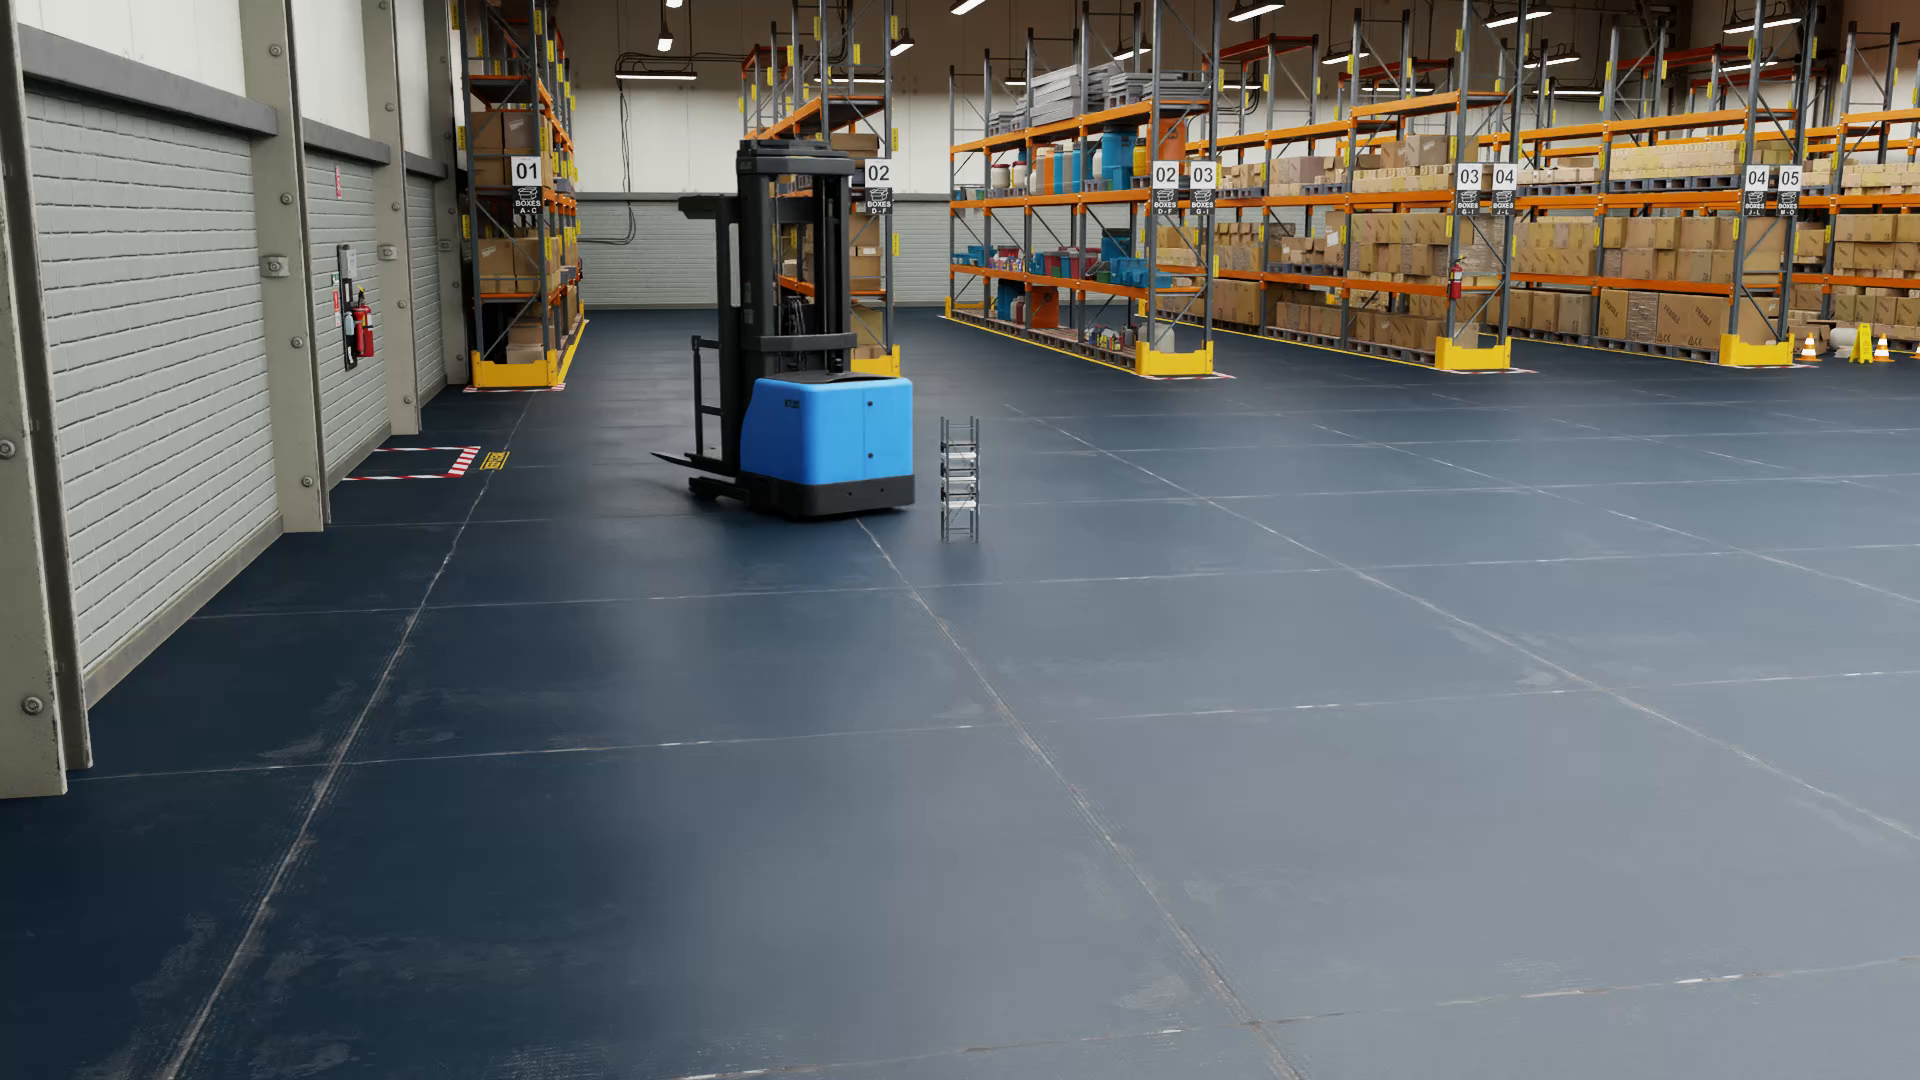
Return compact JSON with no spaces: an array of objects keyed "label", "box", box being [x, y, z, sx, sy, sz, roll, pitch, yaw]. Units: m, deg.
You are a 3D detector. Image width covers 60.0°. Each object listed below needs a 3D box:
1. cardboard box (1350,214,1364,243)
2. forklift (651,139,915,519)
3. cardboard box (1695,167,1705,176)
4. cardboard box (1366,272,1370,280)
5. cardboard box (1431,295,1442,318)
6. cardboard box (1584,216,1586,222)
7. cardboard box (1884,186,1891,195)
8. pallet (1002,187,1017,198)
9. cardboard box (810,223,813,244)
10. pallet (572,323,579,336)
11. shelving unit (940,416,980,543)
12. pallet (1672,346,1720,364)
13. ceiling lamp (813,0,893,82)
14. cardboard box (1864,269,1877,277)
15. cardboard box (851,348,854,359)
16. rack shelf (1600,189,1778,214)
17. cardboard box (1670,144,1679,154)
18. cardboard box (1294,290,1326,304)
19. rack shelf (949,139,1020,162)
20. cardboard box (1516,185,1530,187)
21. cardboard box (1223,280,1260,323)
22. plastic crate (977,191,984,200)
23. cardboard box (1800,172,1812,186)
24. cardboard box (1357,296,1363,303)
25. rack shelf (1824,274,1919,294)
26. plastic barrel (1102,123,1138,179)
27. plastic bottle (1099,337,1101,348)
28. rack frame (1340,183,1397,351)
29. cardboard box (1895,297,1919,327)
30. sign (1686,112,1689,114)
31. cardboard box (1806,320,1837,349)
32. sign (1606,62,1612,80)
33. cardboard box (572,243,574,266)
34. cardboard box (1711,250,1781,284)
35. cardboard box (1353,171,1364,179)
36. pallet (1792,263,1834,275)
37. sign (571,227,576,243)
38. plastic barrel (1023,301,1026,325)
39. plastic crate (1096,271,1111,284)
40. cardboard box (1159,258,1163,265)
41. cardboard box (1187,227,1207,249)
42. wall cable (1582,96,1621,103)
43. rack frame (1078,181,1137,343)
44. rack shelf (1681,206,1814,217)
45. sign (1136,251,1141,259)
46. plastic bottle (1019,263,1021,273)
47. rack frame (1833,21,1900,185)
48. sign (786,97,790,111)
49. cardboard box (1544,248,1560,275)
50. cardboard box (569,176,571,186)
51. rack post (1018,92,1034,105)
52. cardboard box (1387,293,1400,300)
[{"label":"cardboard box","box":[7.286,-5.542,29.555,0.500,0.500,0.500,-2,11,-11]},{"label":"forklift","box":[-1.652,-1.831,13.976,1.130,2.935,3.031,-8,13,-36]},{"label":"cardboard box","box":[12.566,-6.170,27.848,0.380,0.149,0.250,-2,11,-10]},{"label":"cardboard box","box":[7.364,-4.637,29.209,0.380,0.149,0.250,-2,11,-11]},{"label":"cardboard box","box":[10.880,-5.217,37.147,0.500,0.500,0.500,-2,11,-10]},{"label":"cardboard box","box":[15.296,-7.731,40.118,0.380,0.149,0.250,-2,11,-10]},{"label":"cardboard box","box":[17.192,-6.404,30.468,0.380,0.149,0.250,-2,11,-13]},{"label":"pallet","box":[1.505,-7.267,34.839,1.003,0.211,1.213,-2,11,-11]},{"label":"cardboard box","box":[-2.078,-5.101,27.235,0.700,0.500,0.500,-2,11,-11]},{"label":"pallet","box":[-8.461,-4.366,34.569,1.003,0.211,1.213,-2,11,-11]},{"label":"shelving unit","box":[-0.002,-0.444,12.120,0.258,0.900,0.210,-2,11,-11]},{"label":"pallet","box":[12.878,-3.150,28.180,1.003,0.211,1.213,-2,11,-11]},{"label":"ceiling lamp","box":[-2.671,-13.186,41.796,2.000,3.185,0.800,-2,11,-11]},{"label":"cardboard box","box":[17.111,-4.976,30.992,0.380,0.149,0.250,-2,11,-9]},{"label":"cardboard box","box":[-1.886,-2.798,25.103,0.500,0.250,0.500,-2,11,-11]},{"label":"rack shelf","box":[12.722,-5.863,28.878,1.077,0.370,4.000,-2,11,-11]},{"label":"cardboard box","box":[12.415,-6.702,28.513,0.380,0.149,0.250,-2,11,-11]},{"label":"cardboard box","box":[6.943,-4.819,32.996,0.500,0.250,0.500,-1,11,-5]},{"label":"rack shelf","box":[0.644,-8.999,38.402,1.077,0.370,4.000,-2,11,-11]},{"label":"cardboard box","box":[11.705,-7.480,35.184,0.500,0.500,0.500,-2,11,-11]},{"label":"cardboard box","box":[6.390,-5.135,35.711,1.225,0.875,0.875,-2,11,-11]},{"label":"plastic crate","box":[0.654,-7.671,37.021,0.450,0.188,0.662,-2,11,-11]},{"label":"cardboard box","box":[16.819,-7.109,32.780,0.500,0.250,0.500,-2,11,-10]},{"label":"cardboard box","box":[10.069,-5.967,41.228,0.380,0.149,0.250,-3,11,-14]},{"label":"rack shelf","box":[17.557,-4.588,30.202,1.077,0.370,4.000,-2,11,-11]},{"label":"plastic barrel","box":[2.678,-6.507,27.876,0.600,0.901,0.708,-2,11,-11]},{"label":"plastic bottle","box":[2.408,-3.358,28.126,0.097,0.201,0.097,0,11,0]},{"label":"rack frame","box":[7.448,-4.948,30.168,1.000,3.000,0.127,-2,11,-11]},{"label":"cardboard box","box":[17.339,-4.124,30.067,0.500,0.500,0.500,-2,11,-12]},{"label":"sign","box":[19.170,-11.115,43.818,0.100,0.325,0.005,-2,11,-11]},{"label":"cardboard box","box":[16.042,-3.835,31.003,0.500,0.500,0.500,6,12,28]},{"label":"sign","box":[11.803,-8.532,30.248,0.100,0.325,0.005,-2,11,-11]},{"label":"cardboard box","box":[-8.774,-6.122,35.536,0.980,0.700,0.700,-2,11,-10]},{"label":"cardboard box","box":[12.994,-4.516,27.499,0.875,0.550,0.550,-2,11,-11]},{"label":"cardboard box","box":[7.209,-6.472,29.492,0.380,0.149,0.250,-2,11,-13]},{"label":"pallet","box":[17.162,-5.359,32.844,1.003,0.211,1.213,-2,11,-11]},{"label":"sign","box":[-8.154,-6.426,35.050,0.100,0.325,0.005,-2,11,-11]},{"label":"plastic barrel","box":[1.502,-4.675,34.265,0.421,0.512,0.421,0,11,0]},{"label":"plastic crate","box":[2.576,-4.404,27.880,0.450,0.188,0.662,-2,11,-11]},{"label":"cardboard box","box":[5.061,-6.760,40.360,0.380,0.149,0.250,-2,11,-12]},{"label":"cardboard box","box":[5.540,-6.930,38.185,0.500,0.500,0.500,-2,11,-9]},{"label":"wall cable","box":[19.861,-14.451,49.179,2.988,3.039,0.133,-2,11,-11]},{"label":"rack frame","box":[2.589,-4.767,29.222,1.000,3.000,0.127,-2,11,-11]},{"label":"rack shelf","box":[20.092,-8.443,42.436,1.077,0.370,4.000,-2,11,-11]},{"label":"sign","box":[3.131,-4.921,29.290,0.100,0.325,0.005,-2,11,-11]},{"label":"plastic bottle","box":[1.246,-5.544,33.834,0.097,0.201,0.097,0,11,0]},{"label":"rack frame","box":[17.168,-8.255,31.501,1.000,3.000,0.127,-2,11,-11]},{"label":"sign","box":[-4.056,-10.289,39.266,0.100,0.325,0.005,-2,11,-11]},{"label":"cardboard box","box":[11.772,-5.430,32.435,0.500,0.500,0.500,-2,11,-10]},{"label":"cardboard box","box":[-8.560,-7.666,35.439,0.500,0.250,0.500,-2,11,-11]},{"label":"rack post","box":[1.564,-8.841,33.199,0.624,0.289,0.986,-2,11,-11]},{"label":"cardboard box","box":[10.363,-5.776,39.431,0.380,0.149,0.250,-2,11,-10]}]
